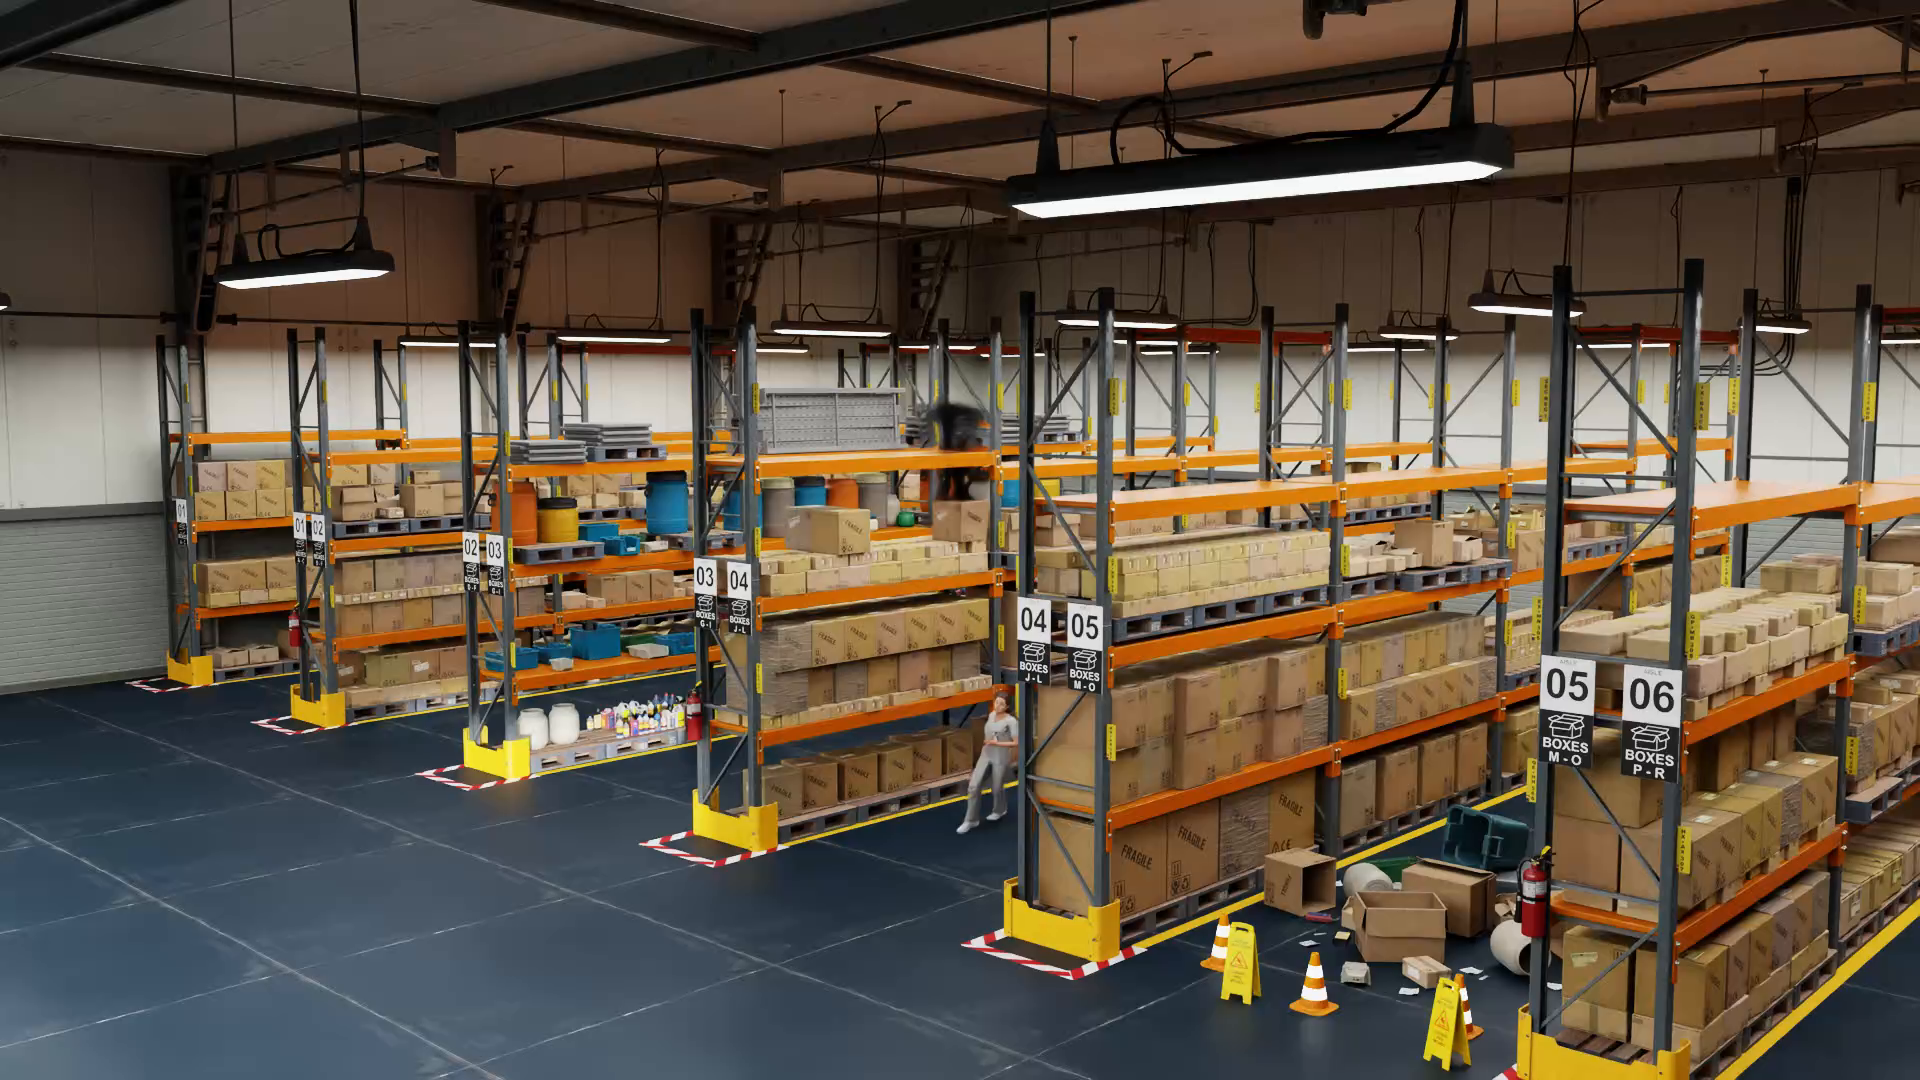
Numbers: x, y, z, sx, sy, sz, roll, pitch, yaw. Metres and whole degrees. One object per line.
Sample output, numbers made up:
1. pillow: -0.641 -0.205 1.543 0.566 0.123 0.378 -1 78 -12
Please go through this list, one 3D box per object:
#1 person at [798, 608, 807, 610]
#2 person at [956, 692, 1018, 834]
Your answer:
1. person: -2.931 1.497 29.696 0.687 1.790 0.759 3 6 27
2. person: 0.436 2.550 19.237 0.679 1.656 0.782 3 6 32
